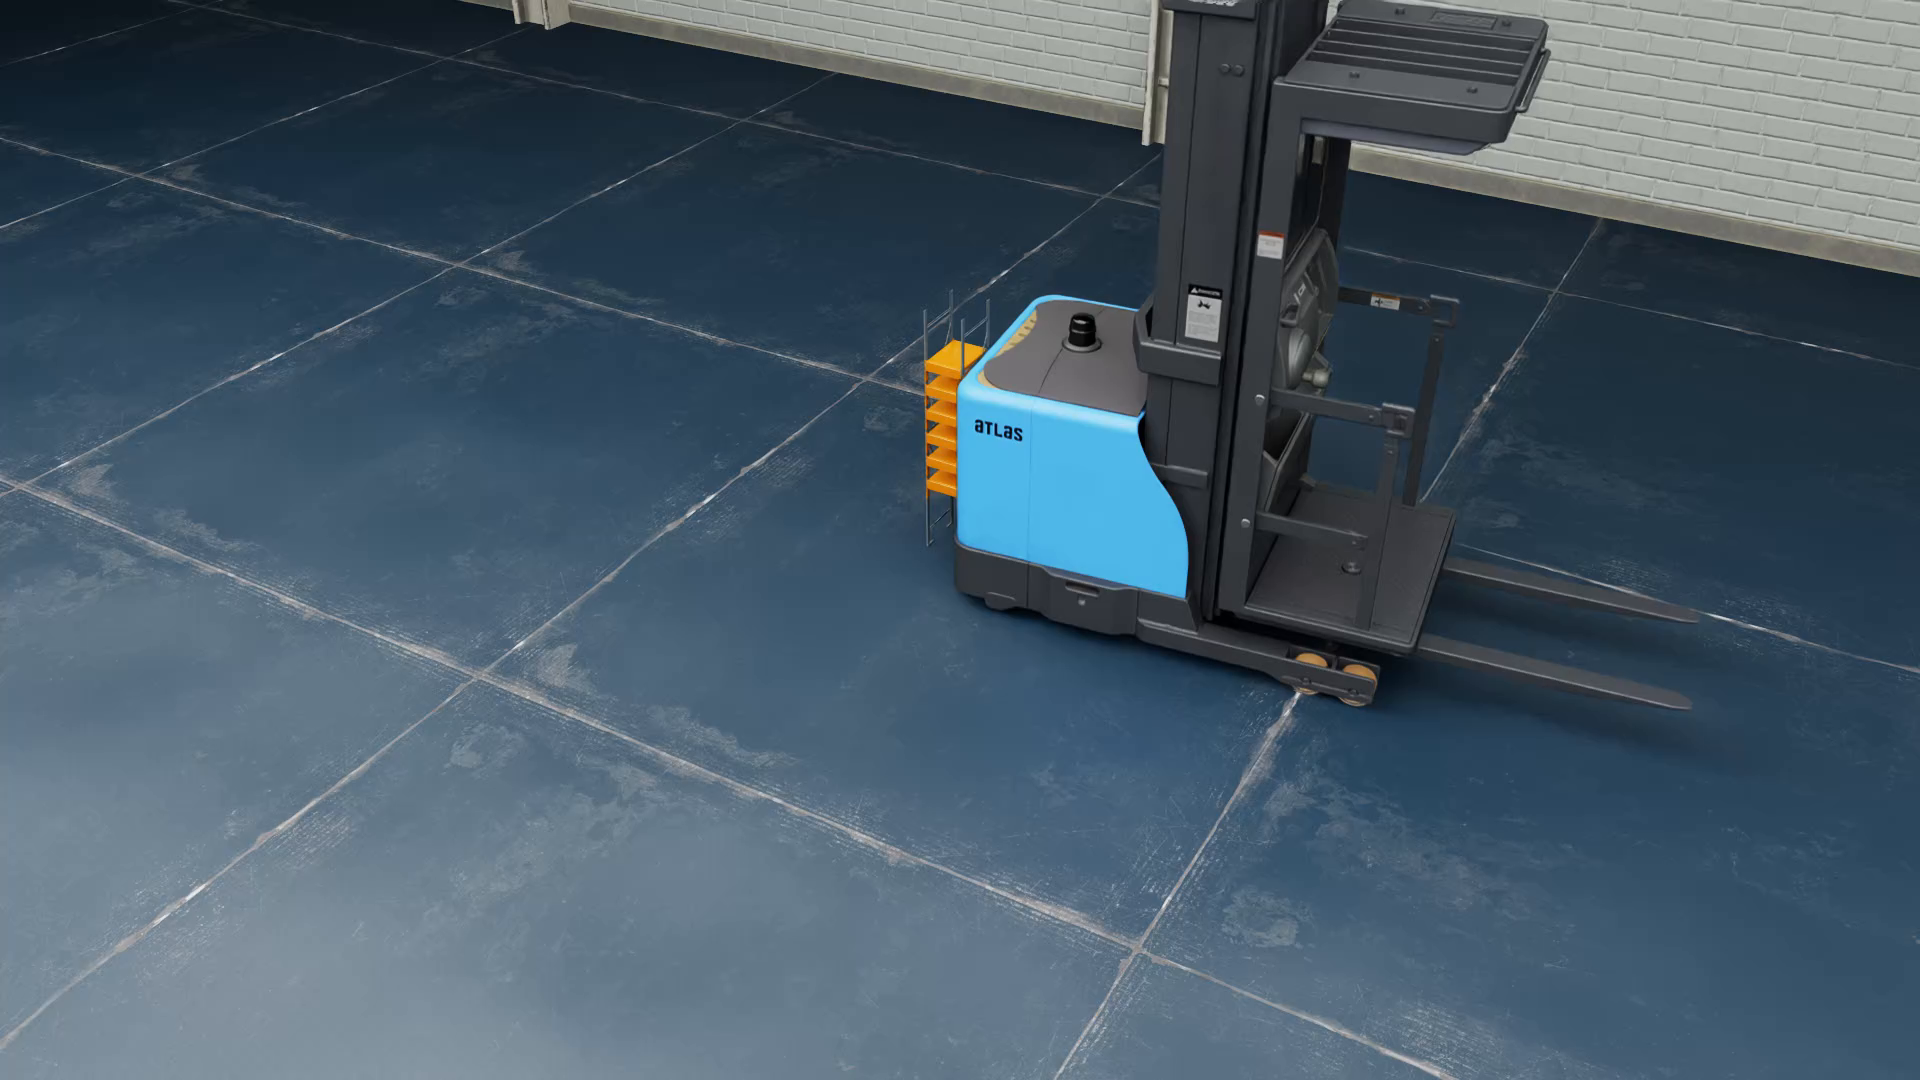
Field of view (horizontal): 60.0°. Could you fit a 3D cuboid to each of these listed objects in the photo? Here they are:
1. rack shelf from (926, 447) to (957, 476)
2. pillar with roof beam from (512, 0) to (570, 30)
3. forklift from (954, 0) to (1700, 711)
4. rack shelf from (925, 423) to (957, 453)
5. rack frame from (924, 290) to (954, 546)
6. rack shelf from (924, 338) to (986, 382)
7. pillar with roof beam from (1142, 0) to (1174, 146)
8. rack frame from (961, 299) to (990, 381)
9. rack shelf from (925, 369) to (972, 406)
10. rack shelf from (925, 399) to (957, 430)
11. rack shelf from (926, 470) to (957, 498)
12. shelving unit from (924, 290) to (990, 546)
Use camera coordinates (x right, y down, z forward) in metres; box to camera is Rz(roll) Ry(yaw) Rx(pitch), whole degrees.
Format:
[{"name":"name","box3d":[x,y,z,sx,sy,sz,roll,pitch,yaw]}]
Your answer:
[{"name":"rack shelf","box3d":[-0.013,-0.367,7.515,0.180,0.103,0.258,18,37,24]},{"name":"pillar with roof beam","box3d":[-5.782,-6.214,8.963,0.400,9.000,9.100,18,37,24]},{"name":"forklift","box3d":[1.540,-0.883,6.432,3.031,2.935,1.130,13,36,19]},{"name":"rack shelf","box3d":[-0.013,-0.466,7.448,0.180,0.103,0.258,18,37,24]},{"name":"rack frame","box3d":[-0.092,-0.529,7.461,0.006,1.200,0.240,18,37,24]},{"name":"rack shelf","box3d":[-0.013,-0.766,7.249,0.180,0.103,0.258,18,37,24]},{"name":"pillar with roof beam","box3d":[-0.572,-4.564,6.485,0.400,9.000,9.100,18,37,24]},{"name":"rack frame","box3d":[0.067,-0.478,7.386,0.006,1.200,0.240,18,37,24]},{"name":"rack shelf","box3d":[-0.013,-0.666,7.315,0.180,0.103,0.258,18,37,24]},{"name":"rack shelf","box3d":[-0.013,-0.566,7.382,0.180,0.103,0.258,18,37,24]},{"name":"rack shelf","box3d":[-0.013,-0.267,7.581,0.180,0.103,0.258,18,37,24]},{"name":"shelving unit","box3d":[-0.013,-0.503,7.423,0.189,1.200,0.258,18,37,24]}]
